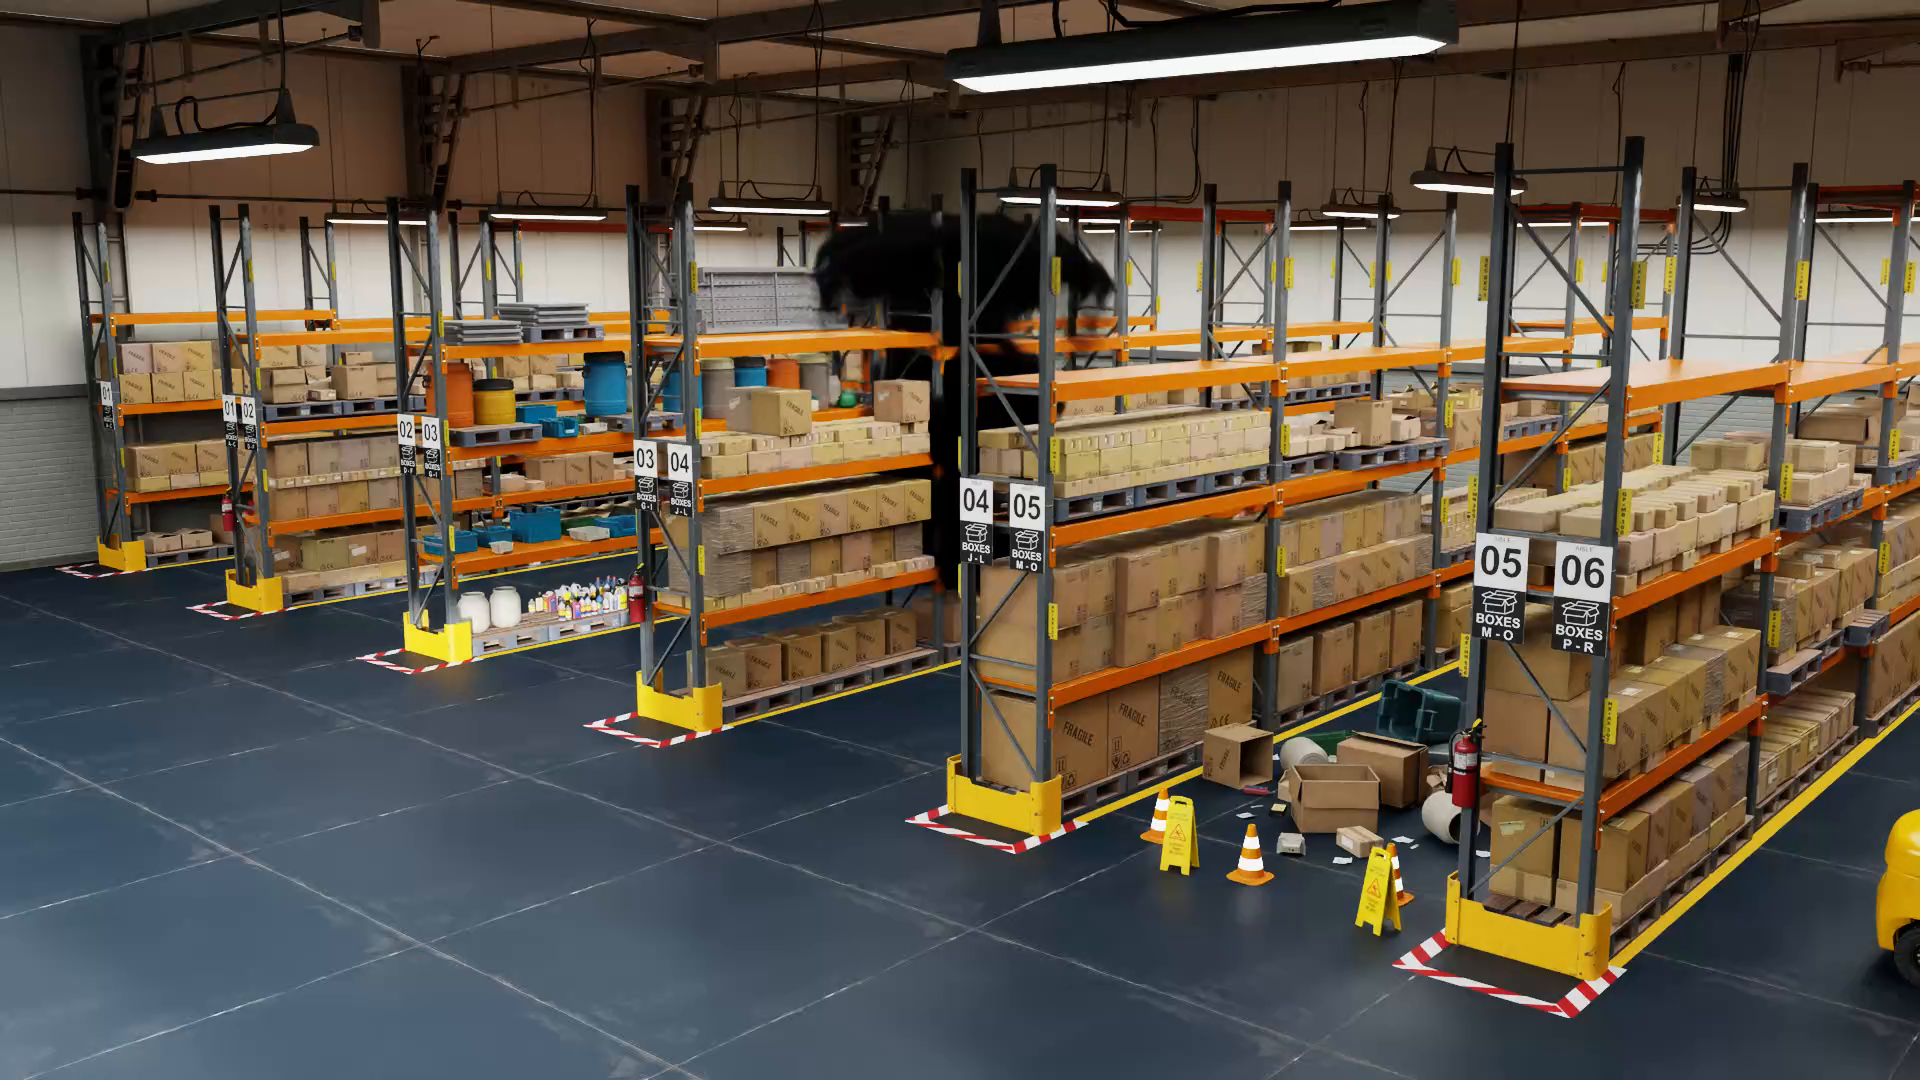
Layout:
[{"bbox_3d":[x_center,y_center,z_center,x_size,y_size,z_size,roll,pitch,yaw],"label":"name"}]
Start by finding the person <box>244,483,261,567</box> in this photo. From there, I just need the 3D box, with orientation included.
[{"bbox_3d":[-11.355,-0.117,26.836,0.646,1.694,0.633,5,11,28],"label":"person"}]

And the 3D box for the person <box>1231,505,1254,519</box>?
[{"bbox_3d":[4.005,0.252,22.930,0.655,1.719,0.808,4,10,24],"label":"person"}]
